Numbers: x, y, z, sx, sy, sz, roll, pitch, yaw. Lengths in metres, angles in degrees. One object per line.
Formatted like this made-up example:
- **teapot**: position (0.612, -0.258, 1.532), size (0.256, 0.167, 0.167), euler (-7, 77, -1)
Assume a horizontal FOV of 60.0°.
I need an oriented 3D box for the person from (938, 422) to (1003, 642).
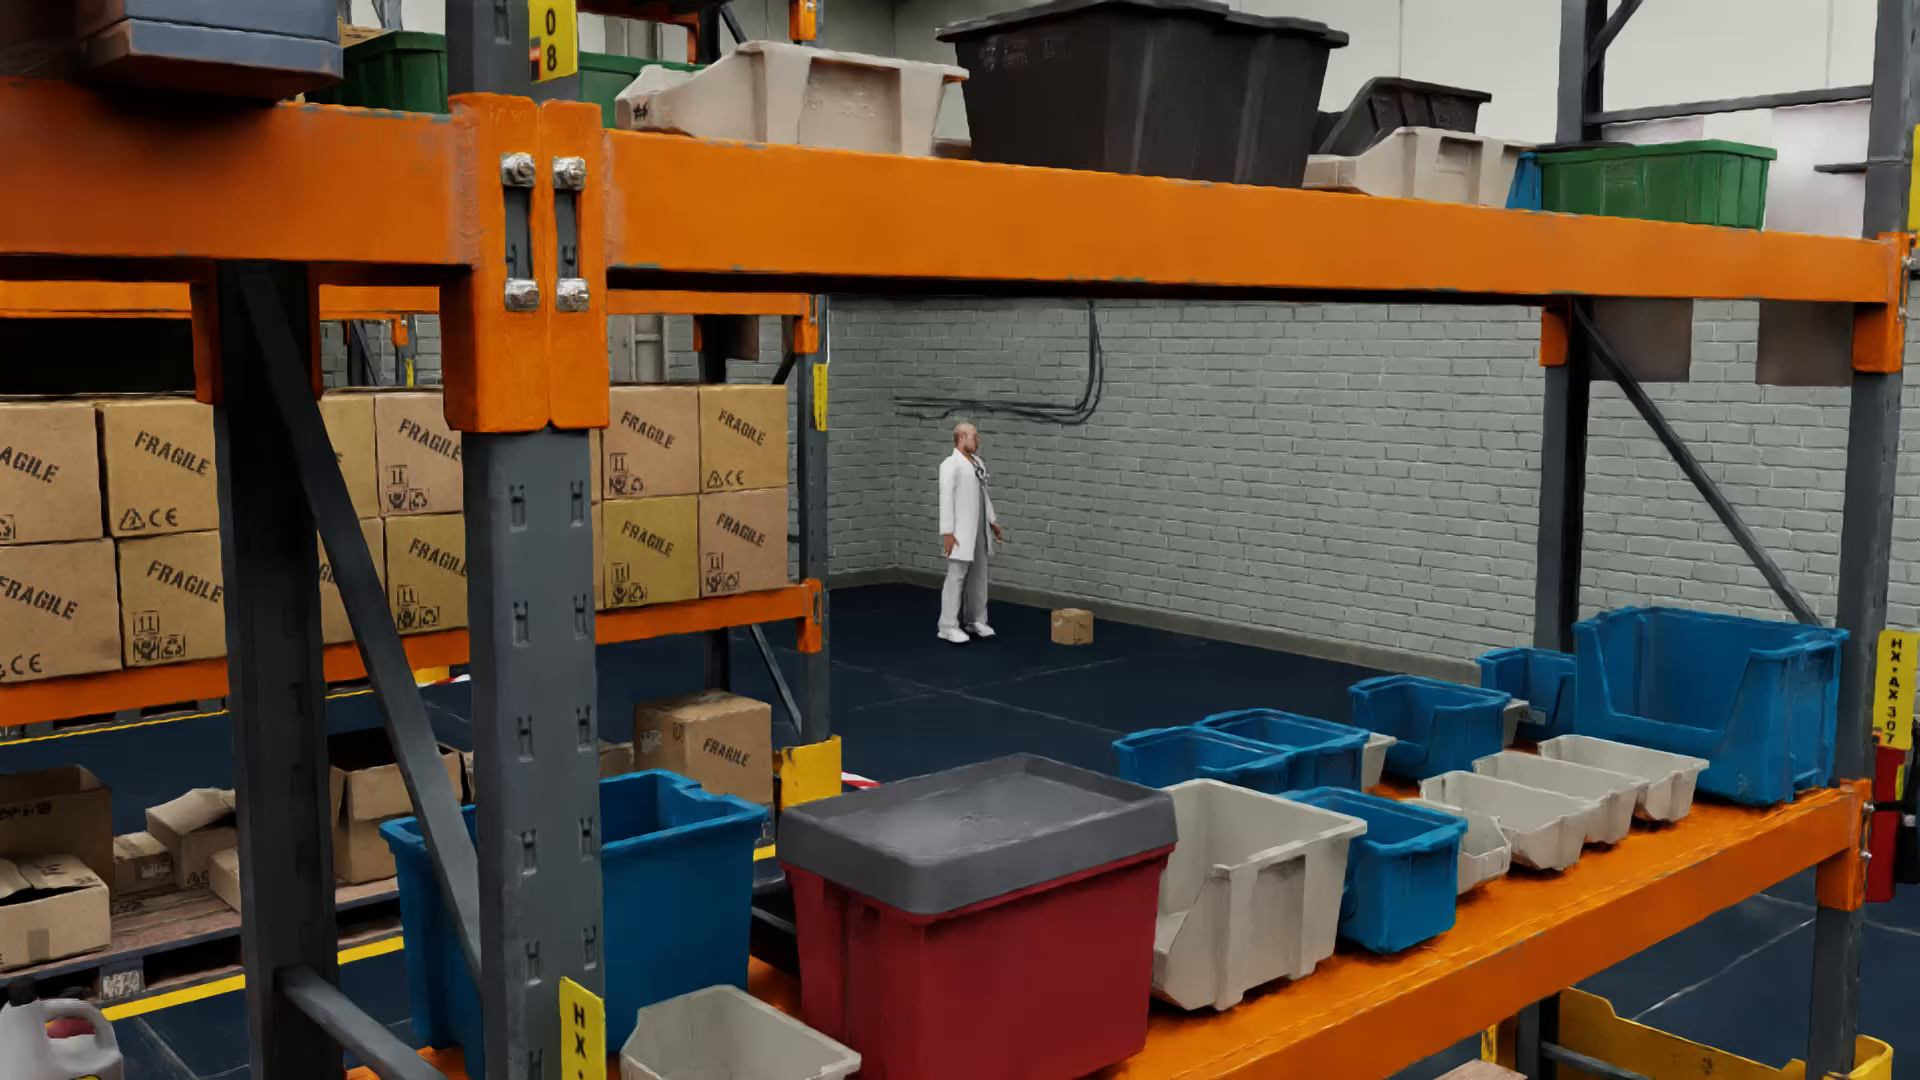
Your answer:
- **person**: position (0.080, -0.078, 13.746), size (0.432, 1.787, 0.647), euler (4, 8, 31)
